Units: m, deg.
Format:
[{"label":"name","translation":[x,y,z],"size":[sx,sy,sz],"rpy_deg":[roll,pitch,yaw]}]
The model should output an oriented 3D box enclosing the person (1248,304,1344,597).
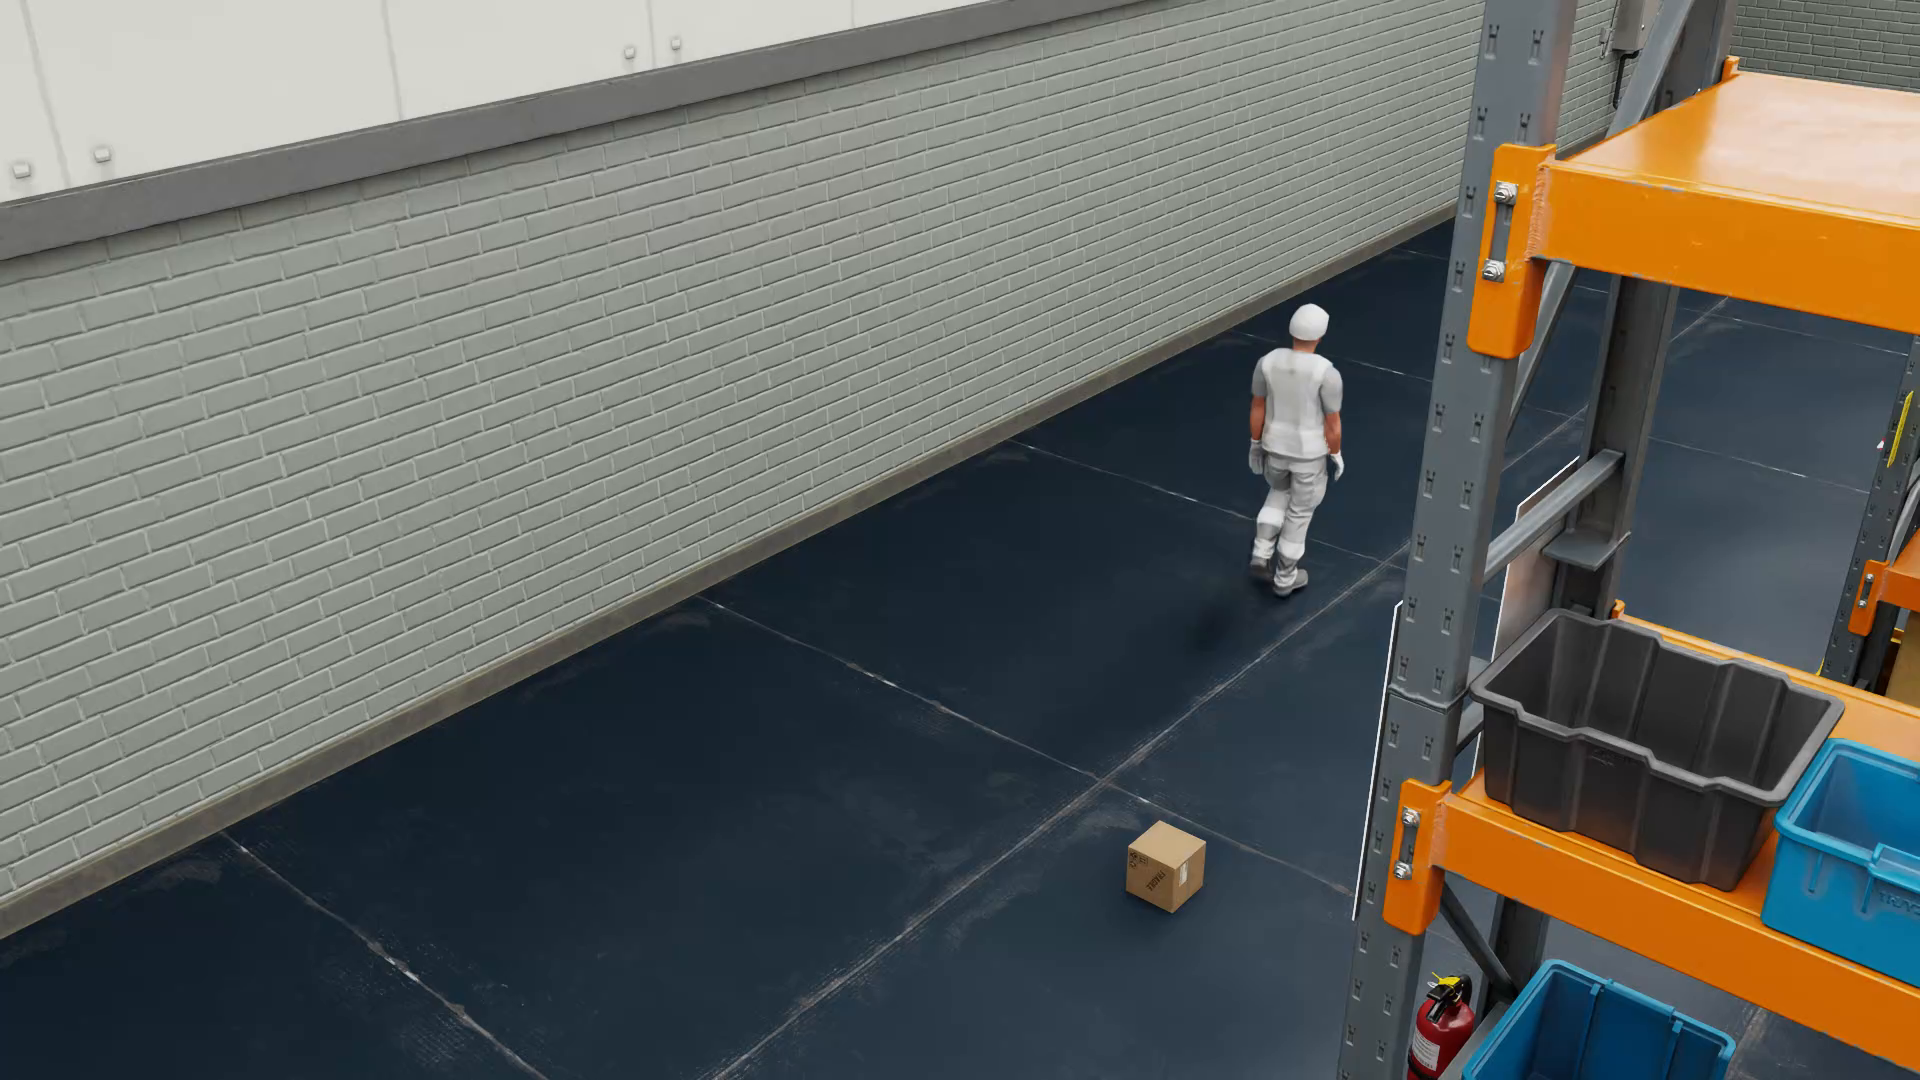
[{"label":"person","translation":[1.953,-0.525,9.567],"size":[0.534,1.792,0.434],"rpy_deg":[19,33,33]}]
